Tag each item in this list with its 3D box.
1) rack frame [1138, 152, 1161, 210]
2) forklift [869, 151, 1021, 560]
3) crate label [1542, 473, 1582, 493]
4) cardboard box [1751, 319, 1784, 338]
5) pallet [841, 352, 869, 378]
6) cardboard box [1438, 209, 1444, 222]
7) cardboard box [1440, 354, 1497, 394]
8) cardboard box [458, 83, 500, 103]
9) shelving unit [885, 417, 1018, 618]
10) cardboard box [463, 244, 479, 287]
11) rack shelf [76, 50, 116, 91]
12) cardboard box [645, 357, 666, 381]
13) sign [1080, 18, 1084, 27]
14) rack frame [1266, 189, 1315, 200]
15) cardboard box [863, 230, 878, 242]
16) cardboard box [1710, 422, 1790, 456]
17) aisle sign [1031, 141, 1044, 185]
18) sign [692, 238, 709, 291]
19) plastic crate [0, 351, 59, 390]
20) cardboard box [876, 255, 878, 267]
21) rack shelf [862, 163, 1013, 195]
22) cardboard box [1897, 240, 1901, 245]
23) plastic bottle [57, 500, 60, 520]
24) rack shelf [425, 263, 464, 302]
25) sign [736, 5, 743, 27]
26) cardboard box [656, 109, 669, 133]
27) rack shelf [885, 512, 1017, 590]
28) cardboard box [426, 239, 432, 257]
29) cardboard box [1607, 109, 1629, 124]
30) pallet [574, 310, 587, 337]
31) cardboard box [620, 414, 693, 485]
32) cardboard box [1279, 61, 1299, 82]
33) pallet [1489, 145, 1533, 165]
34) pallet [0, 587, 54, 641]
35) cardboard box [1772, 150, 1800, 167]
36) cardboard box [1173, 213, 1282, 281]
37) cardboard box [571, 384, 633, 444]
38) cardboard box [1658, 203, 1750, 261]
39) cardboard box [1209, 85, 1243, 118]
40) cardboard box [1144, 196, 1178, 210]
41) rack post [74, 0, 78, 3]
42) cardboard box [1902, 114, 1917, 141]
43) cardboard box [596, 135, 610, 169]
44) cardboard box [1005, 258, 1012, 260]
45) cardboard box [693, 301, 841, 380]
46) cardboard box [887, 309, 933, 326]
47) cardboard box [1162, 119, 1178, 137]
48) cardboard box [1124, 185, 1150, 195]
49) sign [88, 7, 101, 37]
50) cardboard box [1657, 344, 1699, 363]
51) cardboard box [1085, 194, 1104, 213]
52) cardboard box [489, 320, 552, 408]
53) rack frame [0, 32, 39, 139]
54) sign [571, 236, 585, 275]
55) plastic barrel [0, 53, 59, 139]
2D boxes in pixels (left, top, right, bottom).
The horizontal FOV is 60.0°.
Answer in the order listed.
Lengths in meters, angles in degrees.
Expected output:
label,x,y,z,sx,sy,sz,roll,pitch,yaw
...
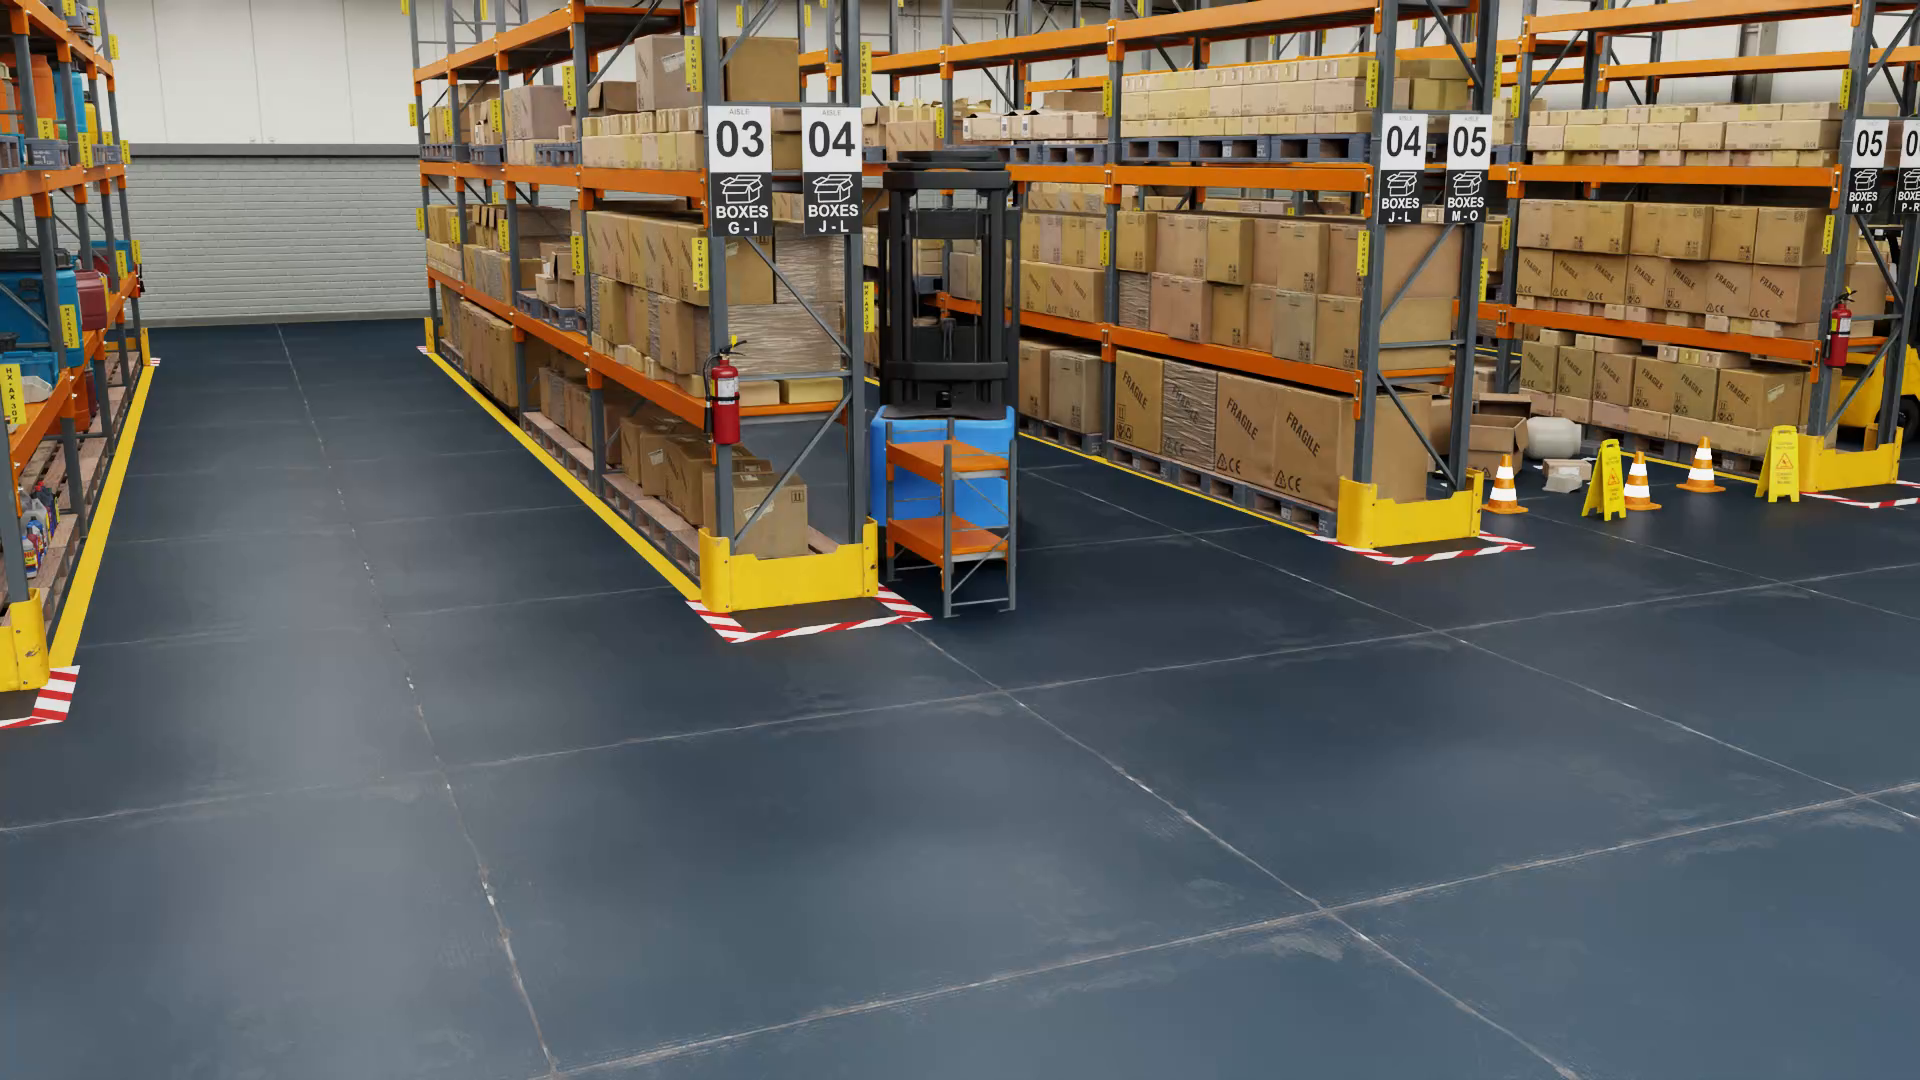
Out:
label,x,y,z,sx,sy,sz,roll,pitch,yaw
rack frame,3.166,-4.429,25.353,1.000,3.000,0.127,-6,14,-23
forklift,-0.073,-1.556,13.093,1.130,2.935,3.031,1,13,2
crate label,5.366,-0.513,14.785,0.298,0.136,0.250,9,16,35
cardboard box,7.424,-1.927,15.102,0.380,0.149,0.250,-6,14,-24
pallet,-1.016,-2.441,22.951,1.003,0.211,1.213,-6,14,-23
cardboard box,5.691,-3.706,18.980,0.380,0.149,0.250,-6,14,-25
cardboard box,5.867,-1.957,19.568,0.950,0.372,0.625,-5,14,-19
cardboard box,-6.285,-5.857,21.835,0.500,0.250,0.500,-7,15,-27
shelving unit,-0.073,-0.177,11.135,0.538,1.125,1.048,-5,14,-23
cardboard box,-5.959,-3.465,20.966,0.500,0.500,0.500,-6,14,-23
rack shelf,-11.254,-5.877,20.787,1.077,0.370,4.000,-6,14,-23
cardboard box,-2.108,-1.273,12.273,0.380,0.149,0.250,-6,14,-23
sign,2.067,-8.718,28.332,0.100,0.325,0.005,-6,14,-23
rack frame,6.110,-5.704,30.864,1.000,3.000,0.127,-6,14,-23
cardboard box,-1.074,-3.943,21.560,0.380,0.149,0.250,-5,14,-21
cardboard box,7.393,-0.962,15.541,0.500,0.250,0.500,-6,14,-23
aisle sign,1.269,-6.510,28.581,0.394,0.787,0.004,-6,14,-23
sign,-1.624,-1.726,10.408,0.100,0.325,0.005,-6,14,-23
plastic crate,-6.556,-1.157,11.546,0.499,0.251,0.616,-6,14,-23
cardboard box,-0.855,-3.542,21.149,0.380,0.149,0.250,-5,14,-21
rack shelf,-0.528,-4.658,21.288,1.077,0.370,4.000,-6,14,-23
cardboard box,11.039,-3.395,19.228,0.380,0.149,0.250,-6,14,-23
plastic bottle,-6.817,-0.238,12.475,0.097,0.201,0.097,0,13,0
rack shelf,-6.715,-3.596,23.352,1.077,0.370,4.000,-6,14,-23
sign,-3.429,-8.155,25.899,0.100,0.325,0.005,-6,14,-23
cardboard box,-1.834,-2.827,11.227,0.380,0.149,0.250,-6,14,-23
rack shelf,-0.074,0.061,11.190,0.538,0.278,1.000,-5,14,-23
cardboard box,-7.572,-4.308,24.505,0.500,0.250,0.500,-6,14,-24
cardboard box,6.652,-4.199,16.496,0.380,0.149,0.250,-6,14,-25
pallet,-2.883,-1.958,15.105,1.003,0.211,1.213,-6,14,-23
cardboard box,-2.586,-0.781,14.206,0.500,0.500,0.500,-6,14,-25
cardboard box,2.725,-3.659,13.011,0.380,0.149,0.250,-5,14,-22
pallet,6.221,-4.283,18.487,1.213,0.211,1.003,-6,14,-23
pallet,-6.040,0.572,9.931,1.003,0.211,1.213,-6,14,-23
cardboard box,7.444,-3.385,14.749,0.380,0.149,0.250,-6,14,-23
cardboard box,2.409,-2.601,14.727,0.875,0.550,0.550,-6,14,-23
cardboard box,-3.334,-1.222,16.065,0.700,0.500,0.500,-7,15,-28
cardboard box,7.074,-2.917,15.724,0.700,0.500,0.500,-6,14,-24
cardboard box,2.424,-3.655,13.879,0.500,0.250,0.500,-5,14,-22
cardboard box,3.079,-4.848,24.724,0.500,0.500,0.500,-5,14,-22
rack post,-10.144,-5.795,18.120,0.937,0.300,0.954,-6,14,-24
cardboard box,11.027,-4.702,18.927,0.500,0.311,0.500,-5,14,-22
cardboard box,-2.547,-3.044,13.051,0.500,0.250,0.500,-6,14,-23
cardboard box,0.614,-2.857,18.339,0.500,0.500,0.500,-6,14,-23
cardboard box,-1.303,-1.364,11.230,0.875,0.500,0.500,-6,14,-23
cardboard box,-0.642,-2.814,21.325,0.500,0.250,0.500,-5,14,-22
cardboard box,2.014,-3.638,14.686,0.380,0.149,0.250,-6,14,-24
cardboard box,2.745,-5.380,25.584,0.380,0.149,0.250,-5,14,-22
sign,-9.948,-5.956,19.112,0.100,0.325,0.005,-6,14,-23
cardboard box,7.003,-1.814,16.122,0.380,0.149,0.250,-5,14,-21
cardboard box,2.316,-5.247,26.449,0.500,0.500,0.500,-5,14,-22
cardboard box,-4.569,-2.021,18.731,1.225,0.875,0.875,-6,14,-26
rack frame,-7.248,-4.356,11.734,1.000,3.000,0.127,-6,14,-23
sign,-3.217,-2.394,13.993,0.100,0.325,0.005,-6,14,-23
plastic barrel,-9.075,-4.253,16.055,0.600,0.830,0.708,-6,14,-23
